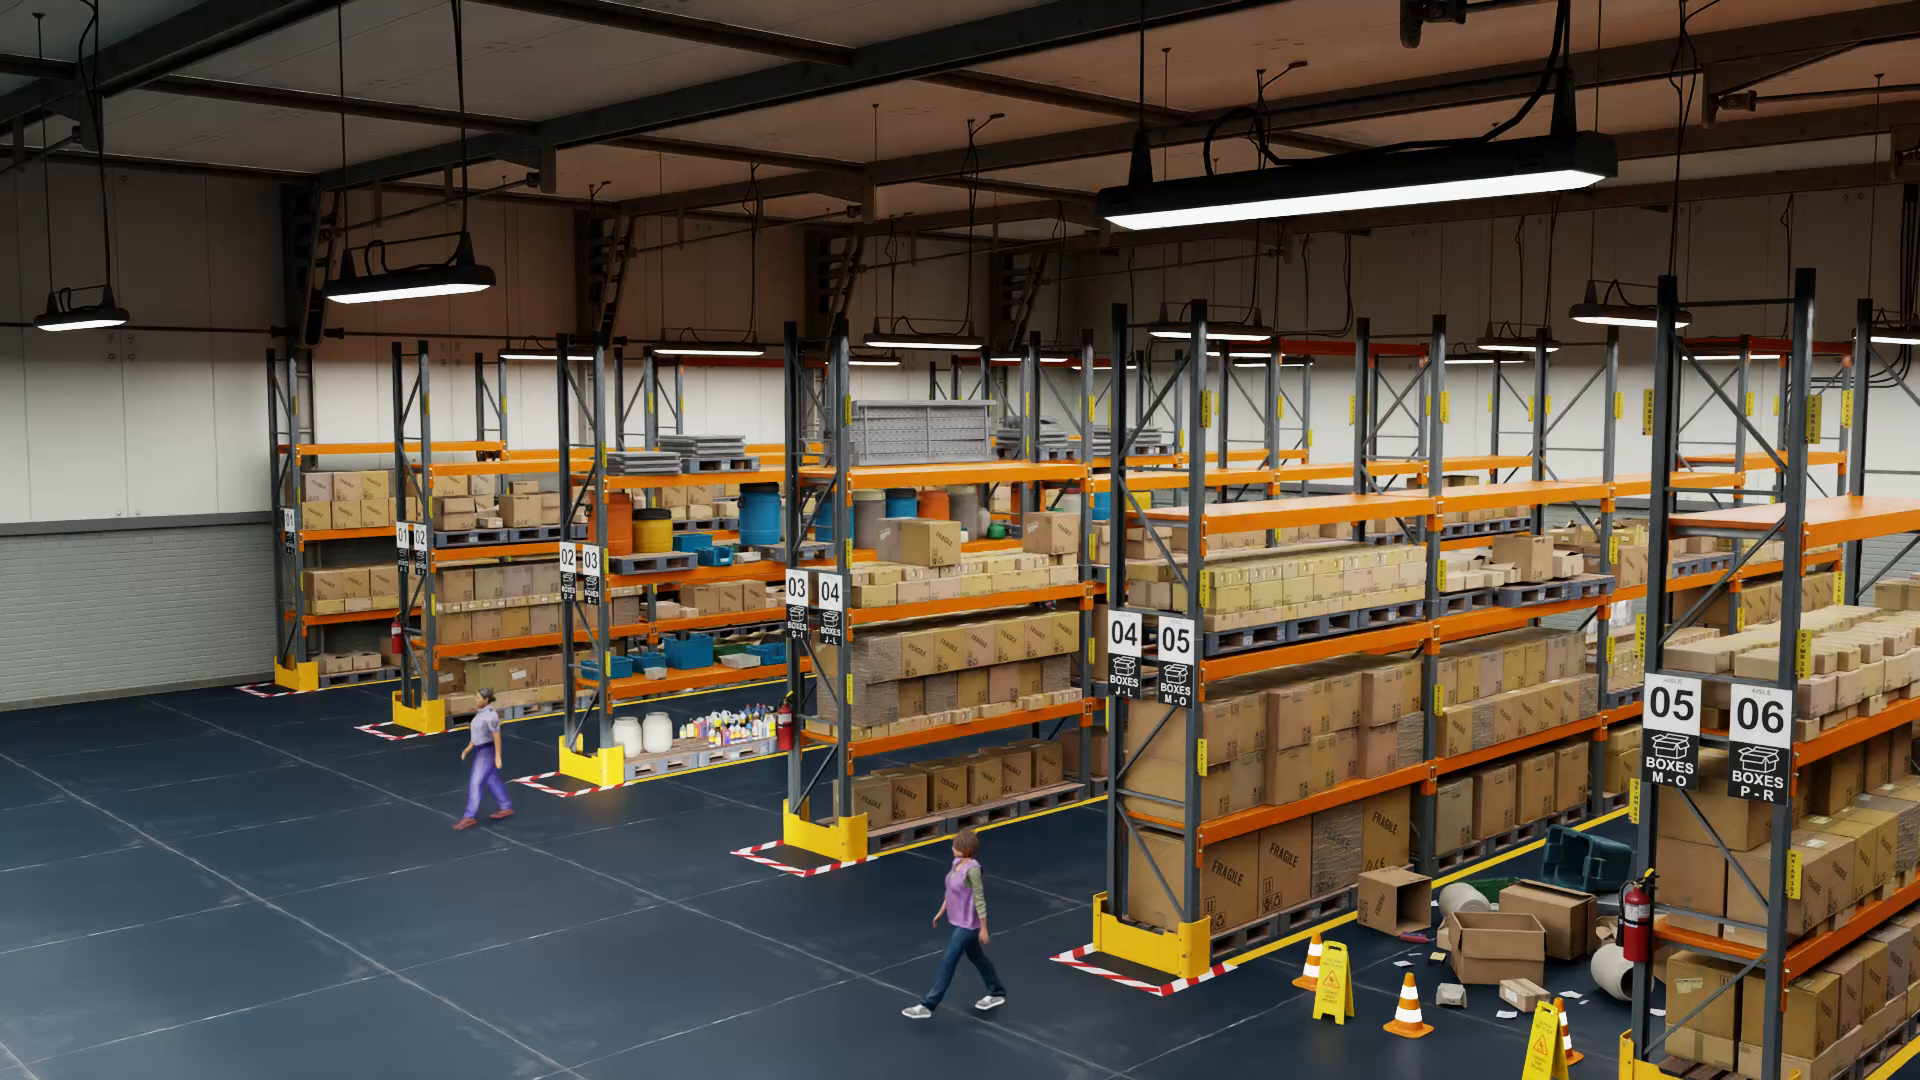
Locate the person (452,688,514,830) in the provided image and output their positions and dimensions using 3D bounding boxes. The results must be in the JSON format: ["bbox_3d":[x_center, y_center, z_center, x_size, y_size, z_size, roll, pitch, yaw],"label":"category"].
[{"bbox_3d":[-5.796,2.613,20.157,0.769,1.630,0.600,-2,5,-22],"label":"person"}]

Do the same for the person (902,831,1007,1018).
[{"bbox_3d":[-0.055,3.181,13.837,0.952,1.548,0.448,-1,5,-15],"label":"person"}]

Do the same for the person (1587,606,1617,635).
[{"bbox_3d":[10.643,1.871,27.737,0.561,1.715,1.054,4,7,41],"label":"person"}]

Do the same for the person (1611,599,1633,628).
[{"bbox_3d":[12.407,1.576,31.397,0.527,1.717,1.107,2,5,20],"label":"person"}]
